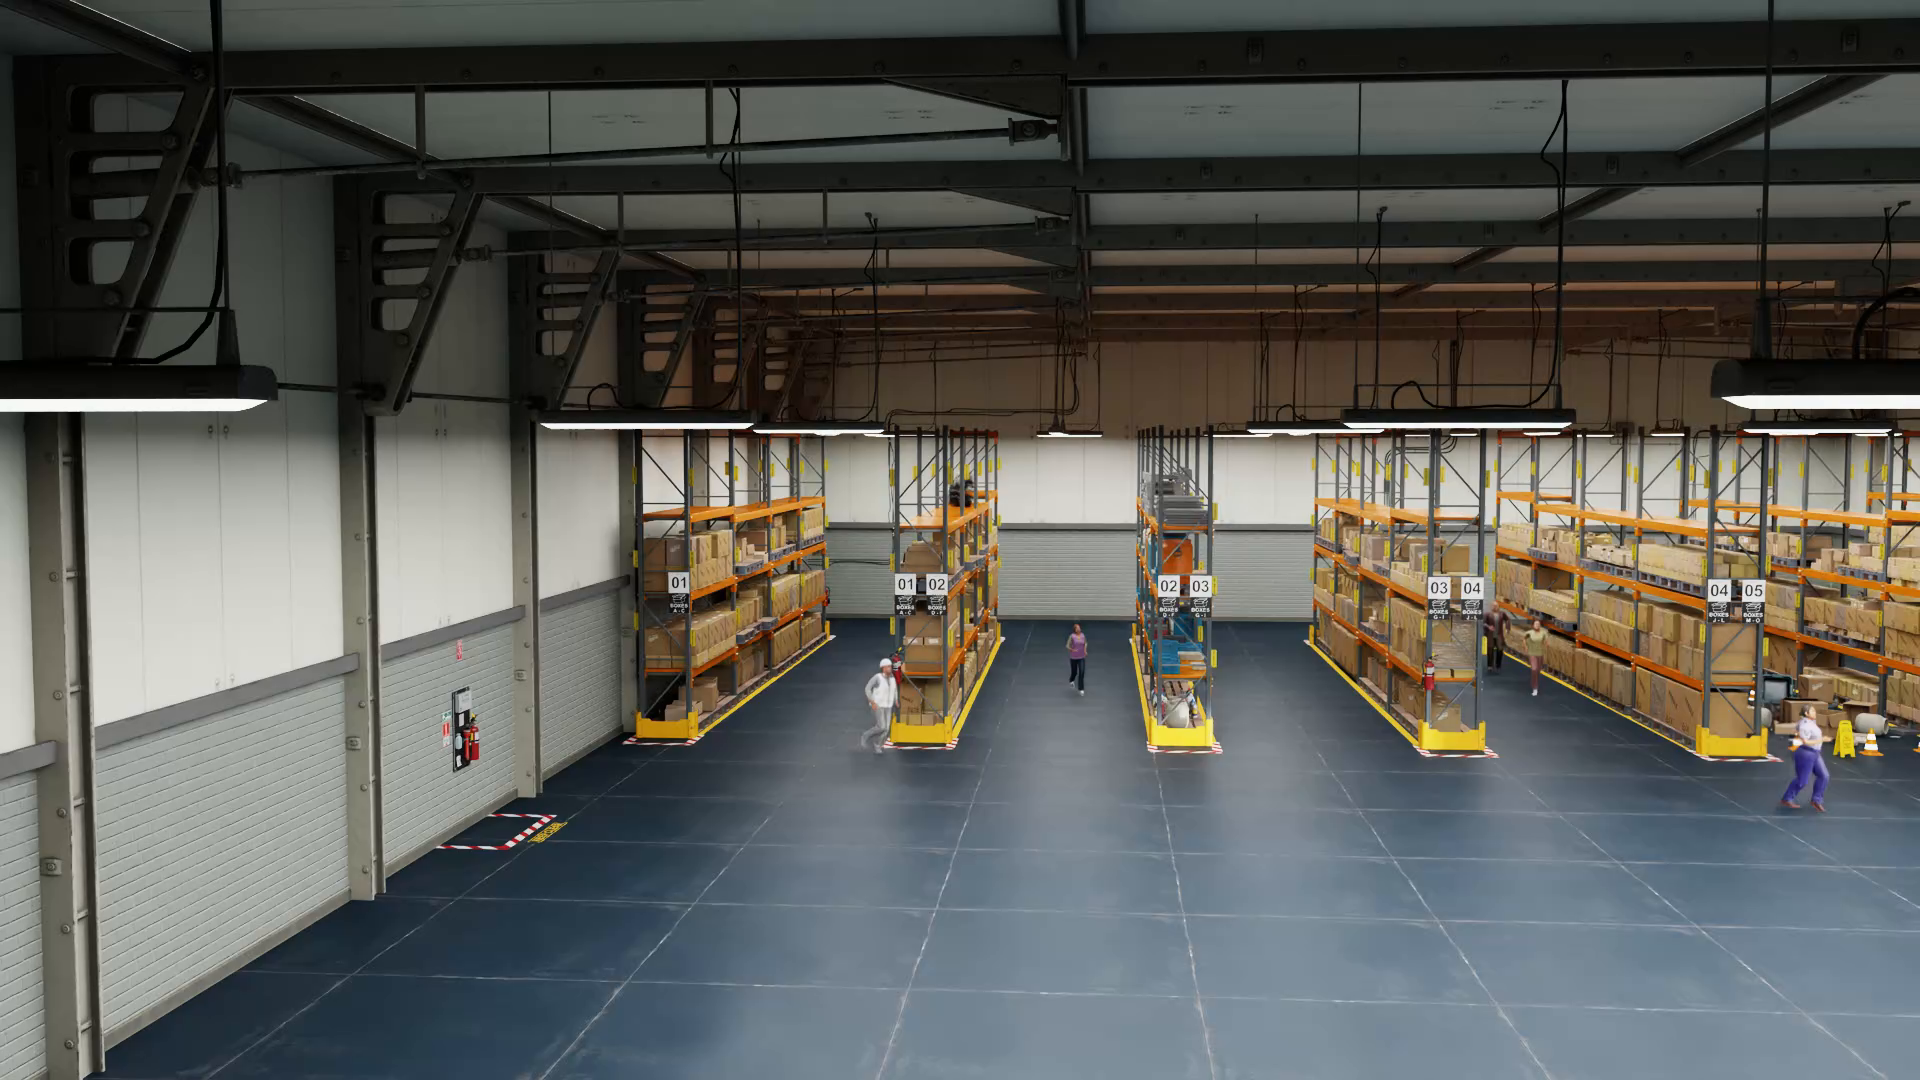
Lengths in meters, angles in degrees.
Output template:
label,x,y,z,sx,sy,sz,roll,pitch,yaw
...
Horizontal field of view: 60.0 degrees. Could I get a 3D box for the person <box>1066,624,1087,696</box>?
label,x,y,z,sx,sy,sz,roll,pitch,yaw
person,2.636,2.671,37.369,0.540,1.593,0.872,-1,3,-11

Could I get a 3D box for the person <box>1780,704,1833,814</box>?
label,x,y,z,sx,sy,sz,roll,pitch,yaw
person,13.024,3.375,25.548,0.708,1.692,0.585,3,5,42

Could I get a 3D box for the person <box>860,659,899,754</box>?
label,x,y,z,sx,sy,sz,roll,pitch,yaw
person,-1.425,3.036,30.488,0.576,1.715,0.725,3,5,45

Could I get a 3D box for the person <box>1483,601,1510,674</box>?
label,x,y,z,sx,sy,sz,roll,pitch,yaw
person,13.112,2.410,40.730,0.740,1.831,0.779,0,3,8

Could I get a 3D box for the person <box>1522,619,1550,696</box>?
label,x,y,z,sx,sy,sz,roll,pitch,yaw
person,13.020,2.628,37.548,0.573,1.679,0.883,0,3,6
